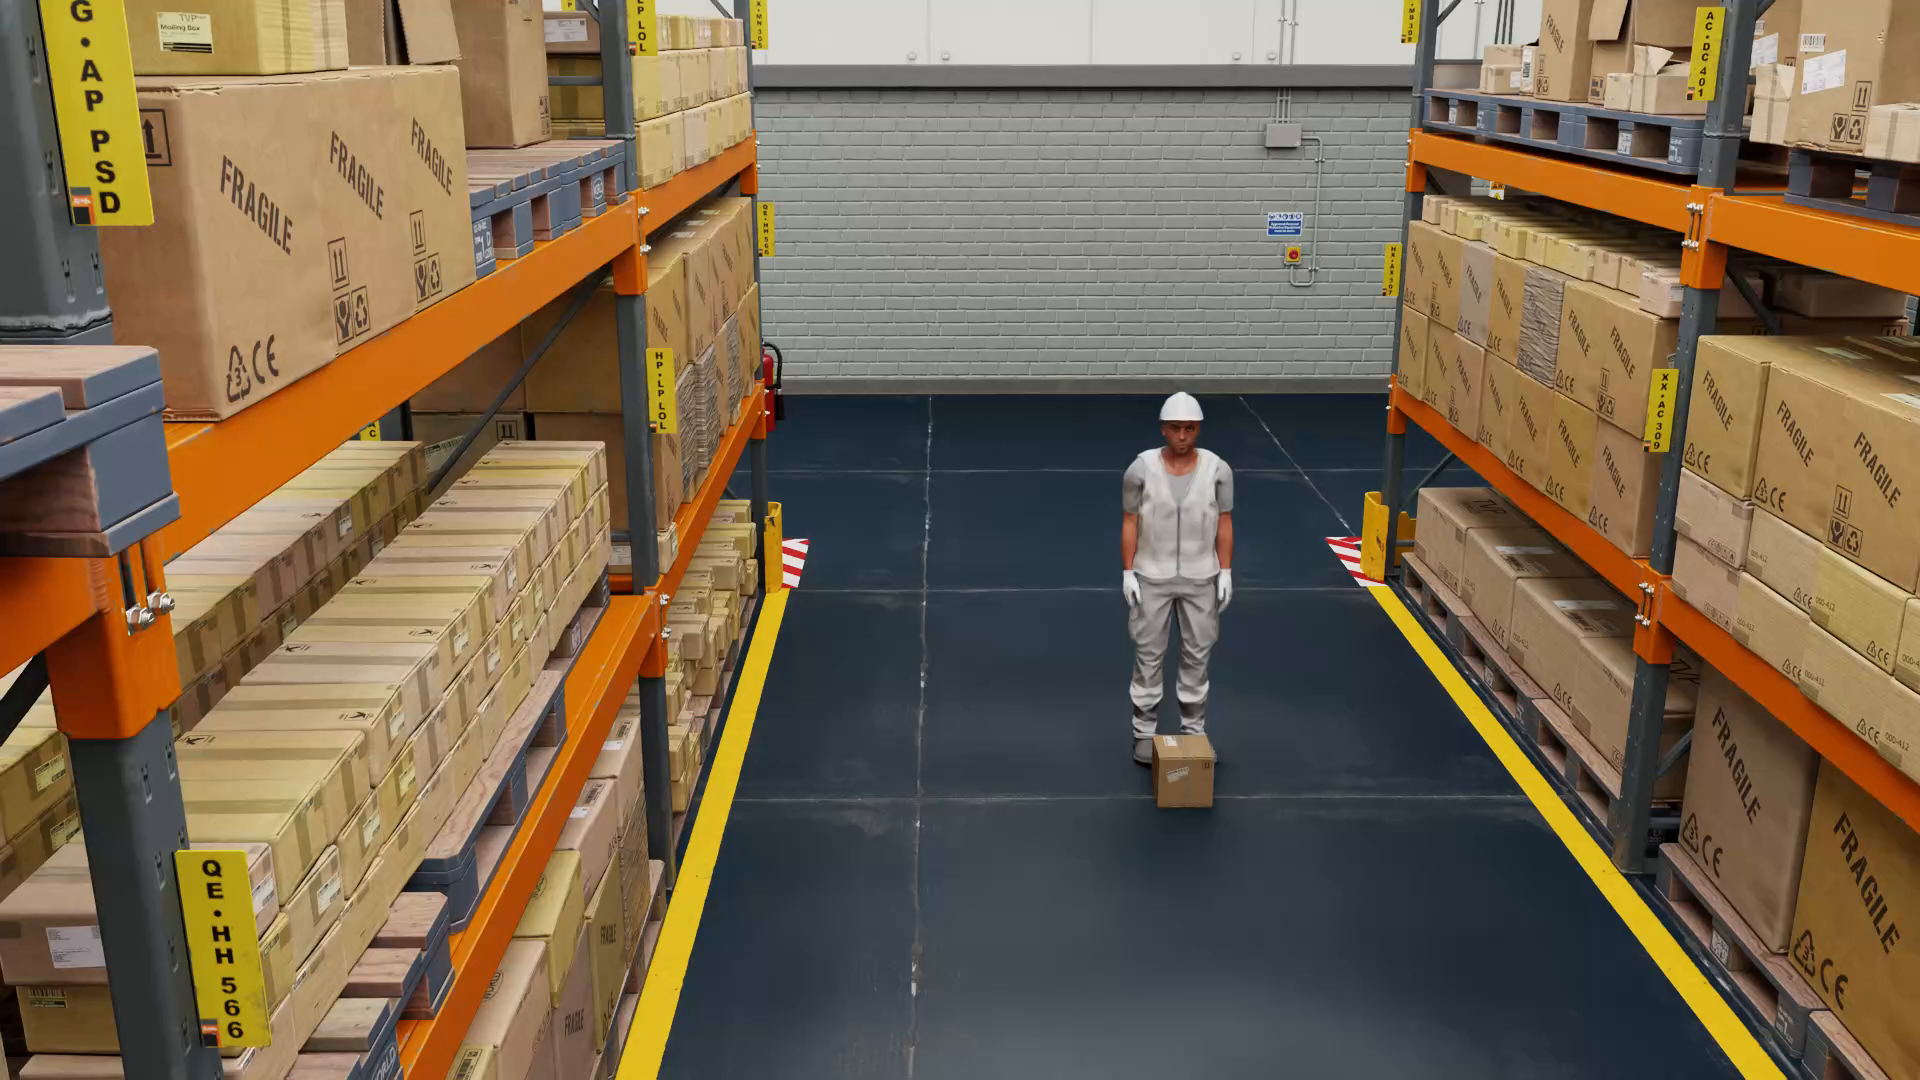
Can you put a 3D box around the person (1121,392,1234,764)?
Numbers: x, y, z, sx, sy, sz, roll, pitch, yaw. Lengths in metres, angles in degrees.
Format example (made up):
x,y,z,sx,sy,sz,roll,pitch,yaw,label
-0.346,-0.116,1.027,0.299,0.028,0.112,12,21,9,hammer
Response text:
x,y,z,sx,sy,sz,roll,pitch,yaw,label
1.024,0.189,7.878,0.529,1.797,0.354,0,17,0,person
